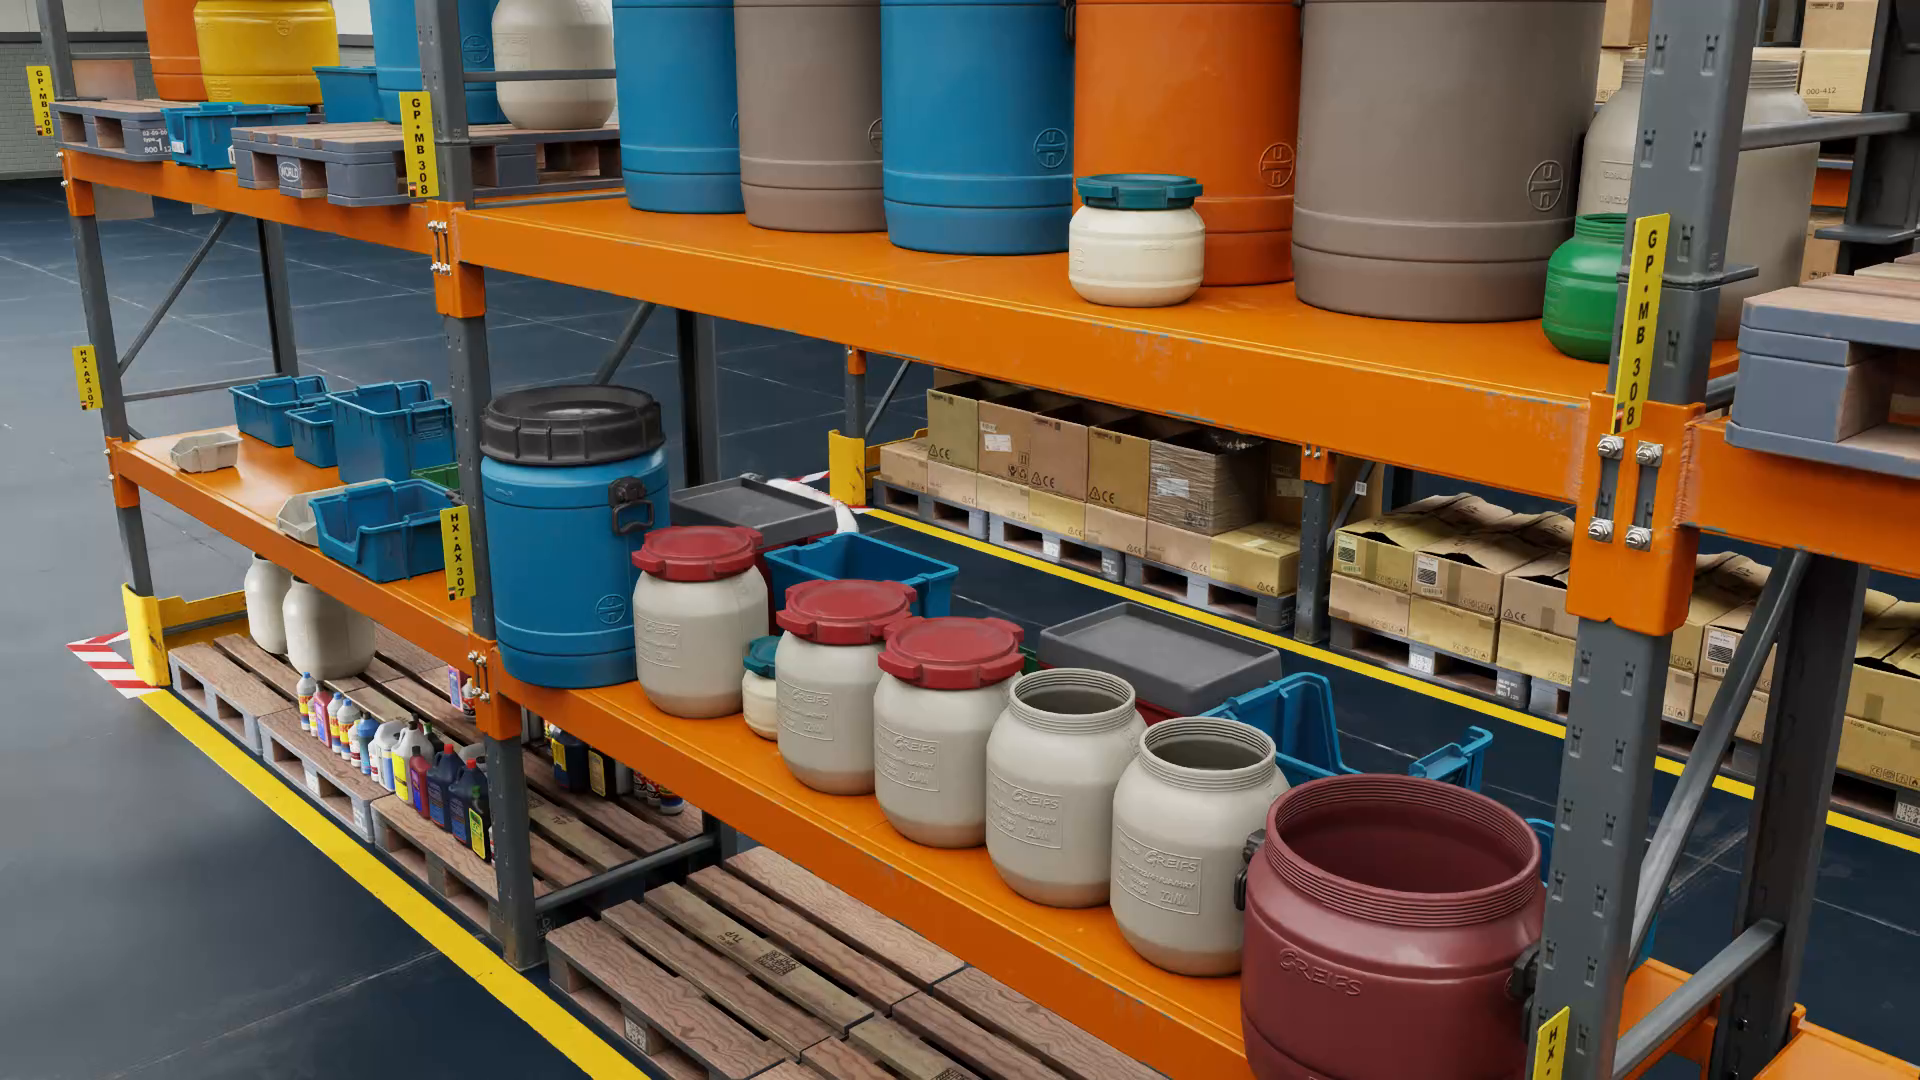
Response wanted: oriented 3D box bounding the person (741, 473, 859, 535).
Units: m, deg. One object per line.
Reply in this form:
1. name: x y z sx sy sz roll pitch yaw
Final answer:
1. person: -1.025 0.025 10.082 0.917 0.775 0.494 17 24 42
